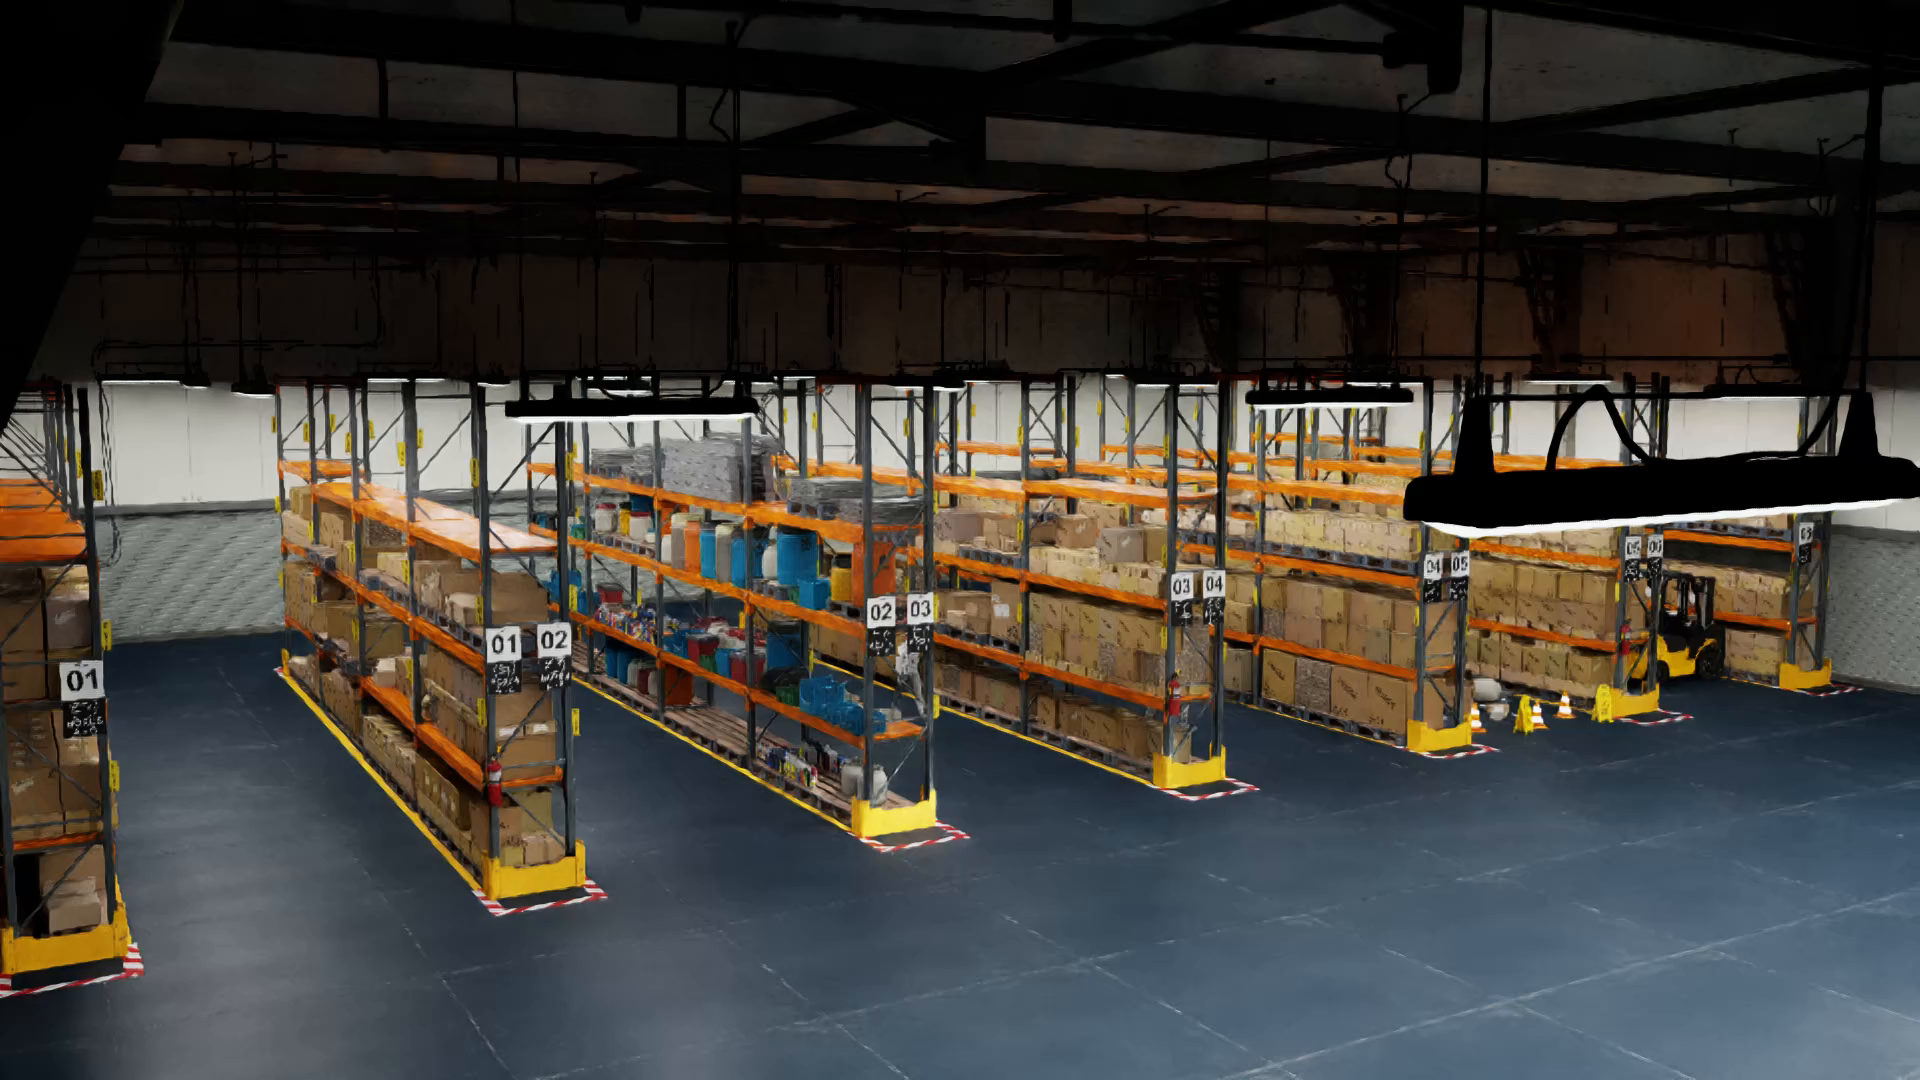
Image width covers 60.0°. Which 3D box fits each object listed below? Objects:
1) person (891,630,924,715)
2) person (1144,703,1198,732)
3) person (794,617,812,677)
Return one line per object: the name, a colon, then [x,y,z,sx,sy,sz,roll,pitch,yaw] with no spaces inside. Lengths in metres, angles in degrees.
person: [-0.905,2.322,29.275,0.495,1.589,1.086,-3,7,-27]
person: [3.515,2.403,28.008,0.815,1.713,0.694,5,8,41]
person: [-3.086,2.049,31.768,0.494,1.589,1.086,-3,7,-27]
